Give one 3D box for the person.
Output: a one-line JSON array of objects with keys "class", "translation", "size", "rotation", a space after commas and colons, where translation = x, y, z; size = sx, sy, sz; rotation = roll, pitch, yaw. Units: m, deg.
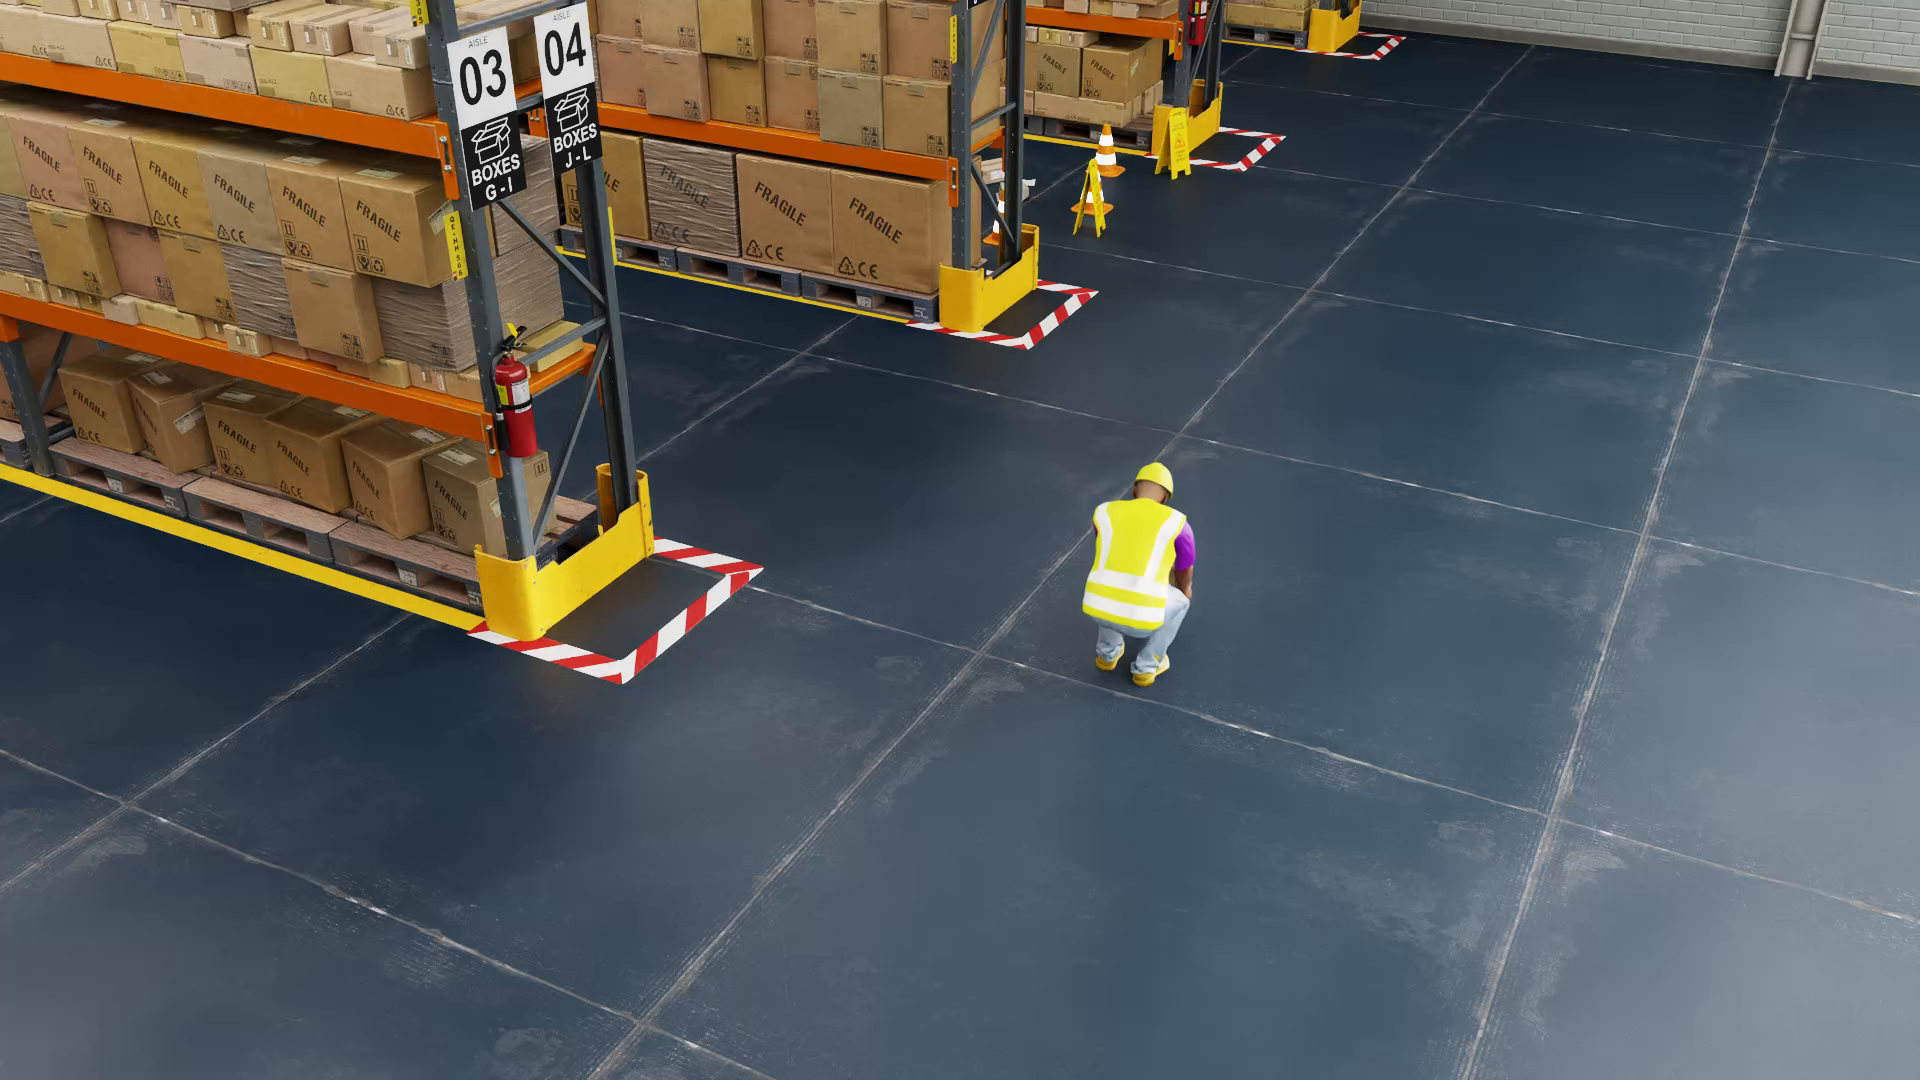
[{"class": "person", "translation": [0.924, 0.171, 8.738], "size": [0.546, 1.012, 0.897], "rotation": [14, 33, 22]}]
